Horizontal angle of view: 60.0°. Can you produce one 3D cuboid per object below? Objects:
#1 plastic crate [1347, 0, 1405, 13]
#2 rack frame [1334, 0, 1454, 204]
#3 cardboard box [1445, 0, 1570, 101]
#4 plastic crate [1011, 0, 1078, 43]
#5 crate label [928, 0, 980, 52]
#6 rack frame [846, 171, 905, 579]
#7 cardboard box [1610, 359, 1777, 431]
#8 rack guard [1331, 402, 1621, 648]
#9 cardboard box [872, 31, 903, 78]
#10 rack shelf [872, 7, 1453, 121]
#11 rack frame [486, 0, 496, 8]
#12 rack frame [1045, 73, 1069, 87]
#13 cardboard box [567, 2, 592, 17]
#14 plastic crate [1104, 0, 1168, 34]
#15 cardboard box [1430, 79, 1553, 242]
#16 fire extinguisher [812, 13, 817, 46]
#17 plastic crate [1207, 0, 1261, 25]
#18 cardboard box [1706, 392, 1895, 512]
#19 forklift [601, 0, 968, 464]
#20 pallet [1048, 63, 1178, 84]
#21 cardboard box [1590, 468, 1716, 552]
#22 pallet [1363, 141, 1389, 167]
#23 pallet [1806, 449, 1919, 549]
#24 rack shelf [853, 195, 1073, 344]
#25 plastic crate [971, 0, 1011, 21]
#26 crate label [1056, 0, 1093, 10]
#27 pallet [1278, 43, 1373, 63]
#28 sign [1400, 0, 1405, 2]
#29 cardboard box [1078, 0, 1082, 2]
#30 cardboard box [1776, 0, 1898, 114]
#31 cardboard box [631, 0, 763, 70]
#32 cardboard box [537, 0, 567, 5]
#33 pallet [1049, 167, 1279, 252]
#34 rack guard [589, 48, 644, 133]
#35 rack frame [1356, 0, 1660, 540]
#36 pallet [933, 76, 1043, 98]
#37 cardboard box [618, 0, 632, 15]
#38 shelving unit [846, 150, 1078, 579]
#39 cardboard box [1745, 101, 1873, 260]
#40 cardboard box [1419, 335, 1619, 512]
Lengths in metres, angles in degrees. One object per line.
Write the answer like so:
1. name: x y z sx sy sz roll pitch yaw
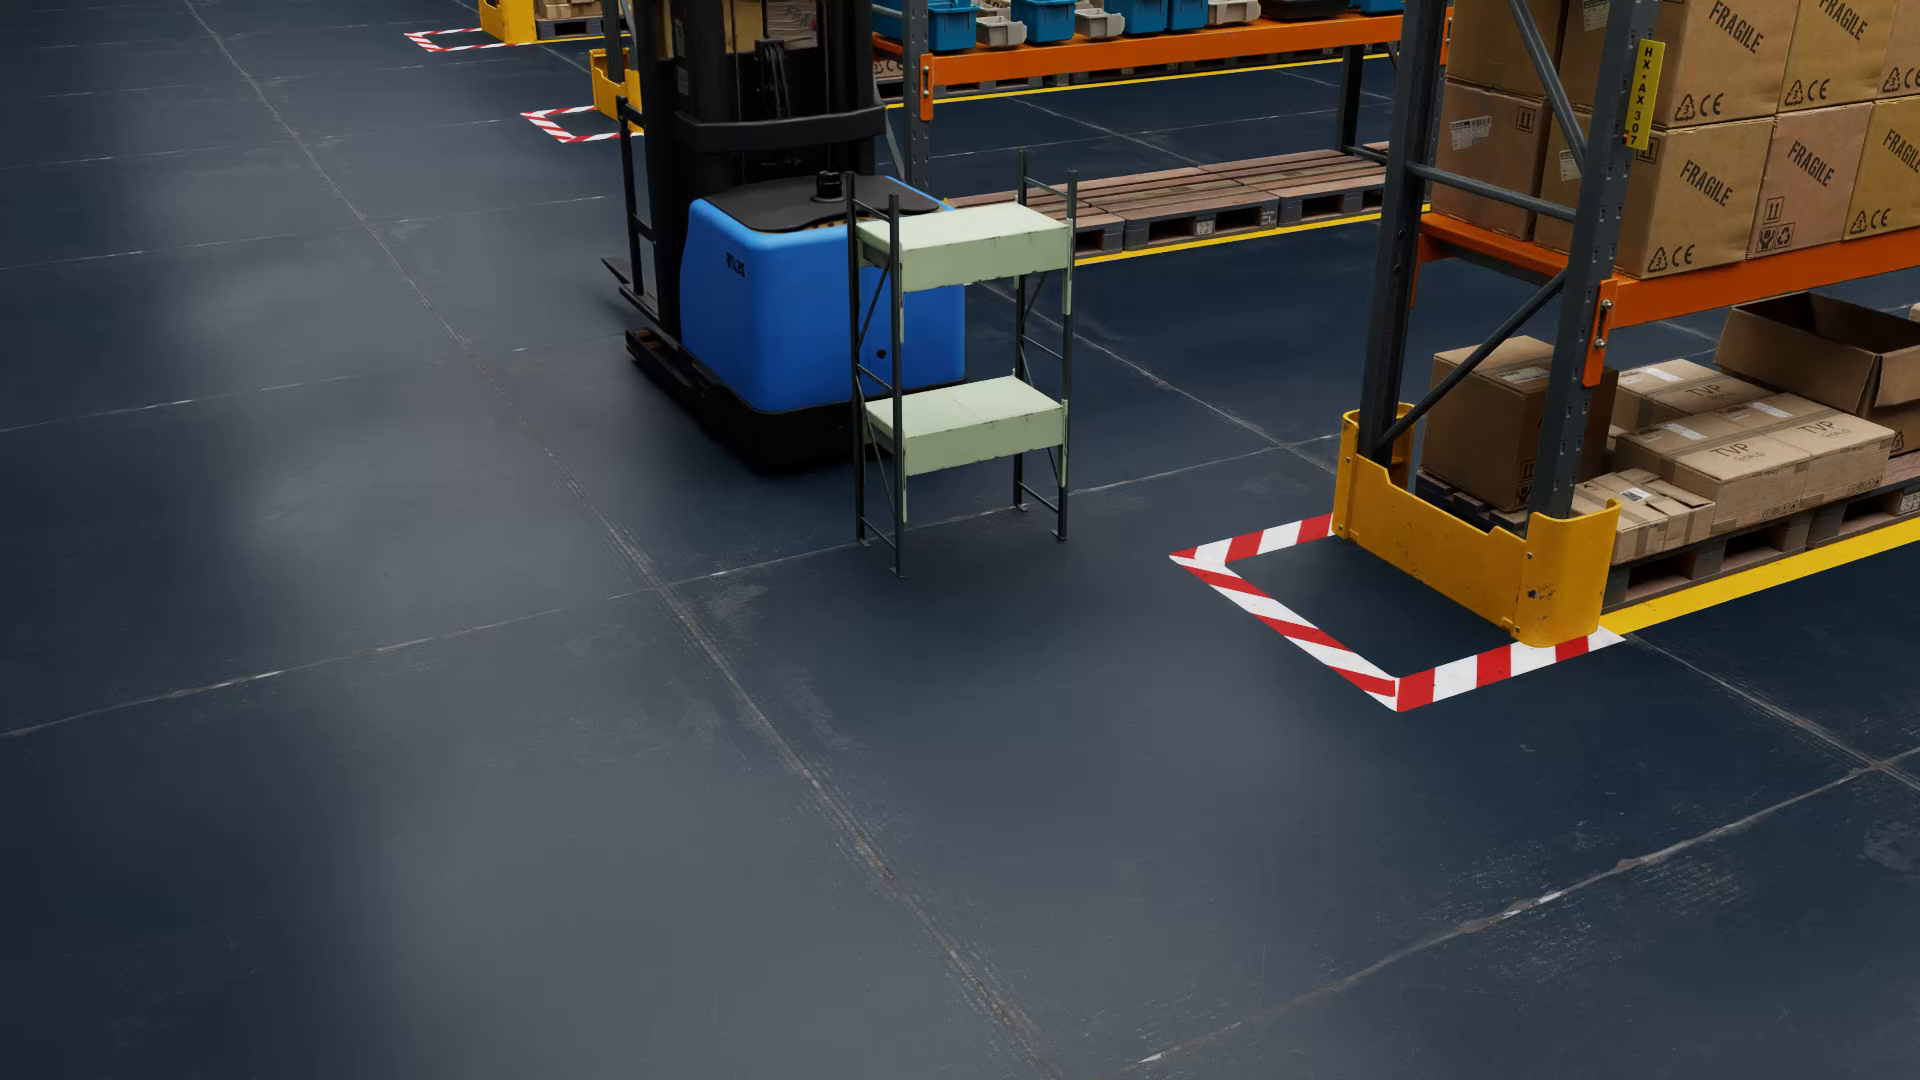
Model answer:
1. plastic crate: 2.813 -3.700 10.940 0.575 0.384 0.392 -13 29 -25
2. rack frame: 3.065 -3.906 11.419 0.127 3.000 1.000 -13 29 -25
3. cardboard box: 2.126 -1.890 5.950 0.500 0.500 0.500 -13 29 -26
4. plastic crate: 0.489 -3.101 9.868 0.300 0.233 0.416 -13 29 -25
5. crate label: -0.092 -2.967 9.588 0.303 0.233 0.416 -13 29 -25
6. rack frame: -0.317 -0.603 6.273 0.023 1.500 0.400 -13 29 -25
7. cardboard box: 3.079 -0.544 7.086 0.500 0.250 0.500 -13 29 -25
8. rack guard: 1.930 -0.087 6.354 0.348 0.500 1.175 -13 29 -25
9. cardboard box: -0.680 -4.742 15.130 0.875 0.875 0.875 -13 29 -25
10. rack shelf: 1.300 -3.174 10.726 4.000 0.370 1.077 -13 29 -25
11. rack frame: -5.040 -6.897 17.650 0.127 3.000 1.000 -13 29 -25
12. rack frame: 0.734 -5.797 15.359 0.127 3.000 1.000 -13 29 -25
13. cardboard box: -4.235 -5.871 18.320 0.250 0.149 0.380 -13 29 -25
14. plastic crate: 1.070 -3.235 10.147 0.300 0.233 0.416 -13 29 -25
15. cardboard box: 2.130 -1.439 6.165 0.500 0.500 0.500 -12 28 -24
16. fire extinguisher: -0.812 -3.031 10.117 0.183 0.674 0.296 -13 29 -25
17. plastic crate: 1.669 -3.344 10.485 0.466 0.136 0.293 -13 29 -25
18. cardboard box: 3.358 -0.363 6.710 0.500 0.250 0.500 -13 29 -25
19. forklift: -1.089 -2.257 8.064 1.130 2.935 3.031 -13 28 -25
20. pallet: 1.379 -4.726 16.350 1.213 0.211 1.003 -13 29 -25
21. cardboard box: 2.614 -0.125 6.309 0.250 0.166 0.380 -13 29 -25
22. pallet: 3.765 -2.790 12.317 1.213 0.211 1.003 -13 29 -25
23. pallet: 3.708 -0.366 7.269 1.213 0.211 1.003 -13 29 -25
24. rack shelf: 0.006 -1.029 6.259 0.720 0.370 0.431 -13 29 -25
25. plastic crate: 0.169 -3.234 10.256 0.243 0.136 0.396 -13 29 -25
26. crate label: 0.666 -3.354 10.505 0.243 0.136 0.396 -13 29 -25
27. pallet: 3.532 -5.223 17.385 1.213 0.211 1.003 -13 29 -25
28. sign: 1.619 -2.079 5.912 0.005 0.325 0.100 -13 29 -25
29. cardboard box: 1.289 -5.167 16.015 0.875 0.875 1.225 -13 29 -25
30. cardboard box: 2.836 -1.793 5.749 0.500 0.500 0.500 -13 28 -25
31. cardboard box: -2.269 -4.375 14.366 0.875 0.875 0.875 -13 29 -25
32. cardboard box: -4.457 -5.944 18.130 0.250 0.149 0.380 -12 28 -23
33. pallet: 1.356 -2.234 11.159 1.213 0.211 1.003 -13 29 -25
34. rack guard: -2.817 -3.851 14.193 0.348 0.500 1.175 -13 29 -25
35. rack frame: 1.863 -1.199 5.781 0.127 3.000 1.000 -13 29 -25
36. pallet: 0.026 -4.415 15.702 1.213 0.211 1.003 -13 29 -25
37. cardboard box: -3.742 -5.934 18.452 0.250 0.149 0.380 -13 28 -24
38. shelving unit: 0.006 -0.677 6.428 0.755 1.500 0.431 -13 29 -25
39. cardboard box: 2.831 -1.340 5.961 0.500 0.500 0.500 -13 29 -26
40. cardboard box: 2.227 -0.475 6.653 0.500 0.500 0.500 -13 29 -25
